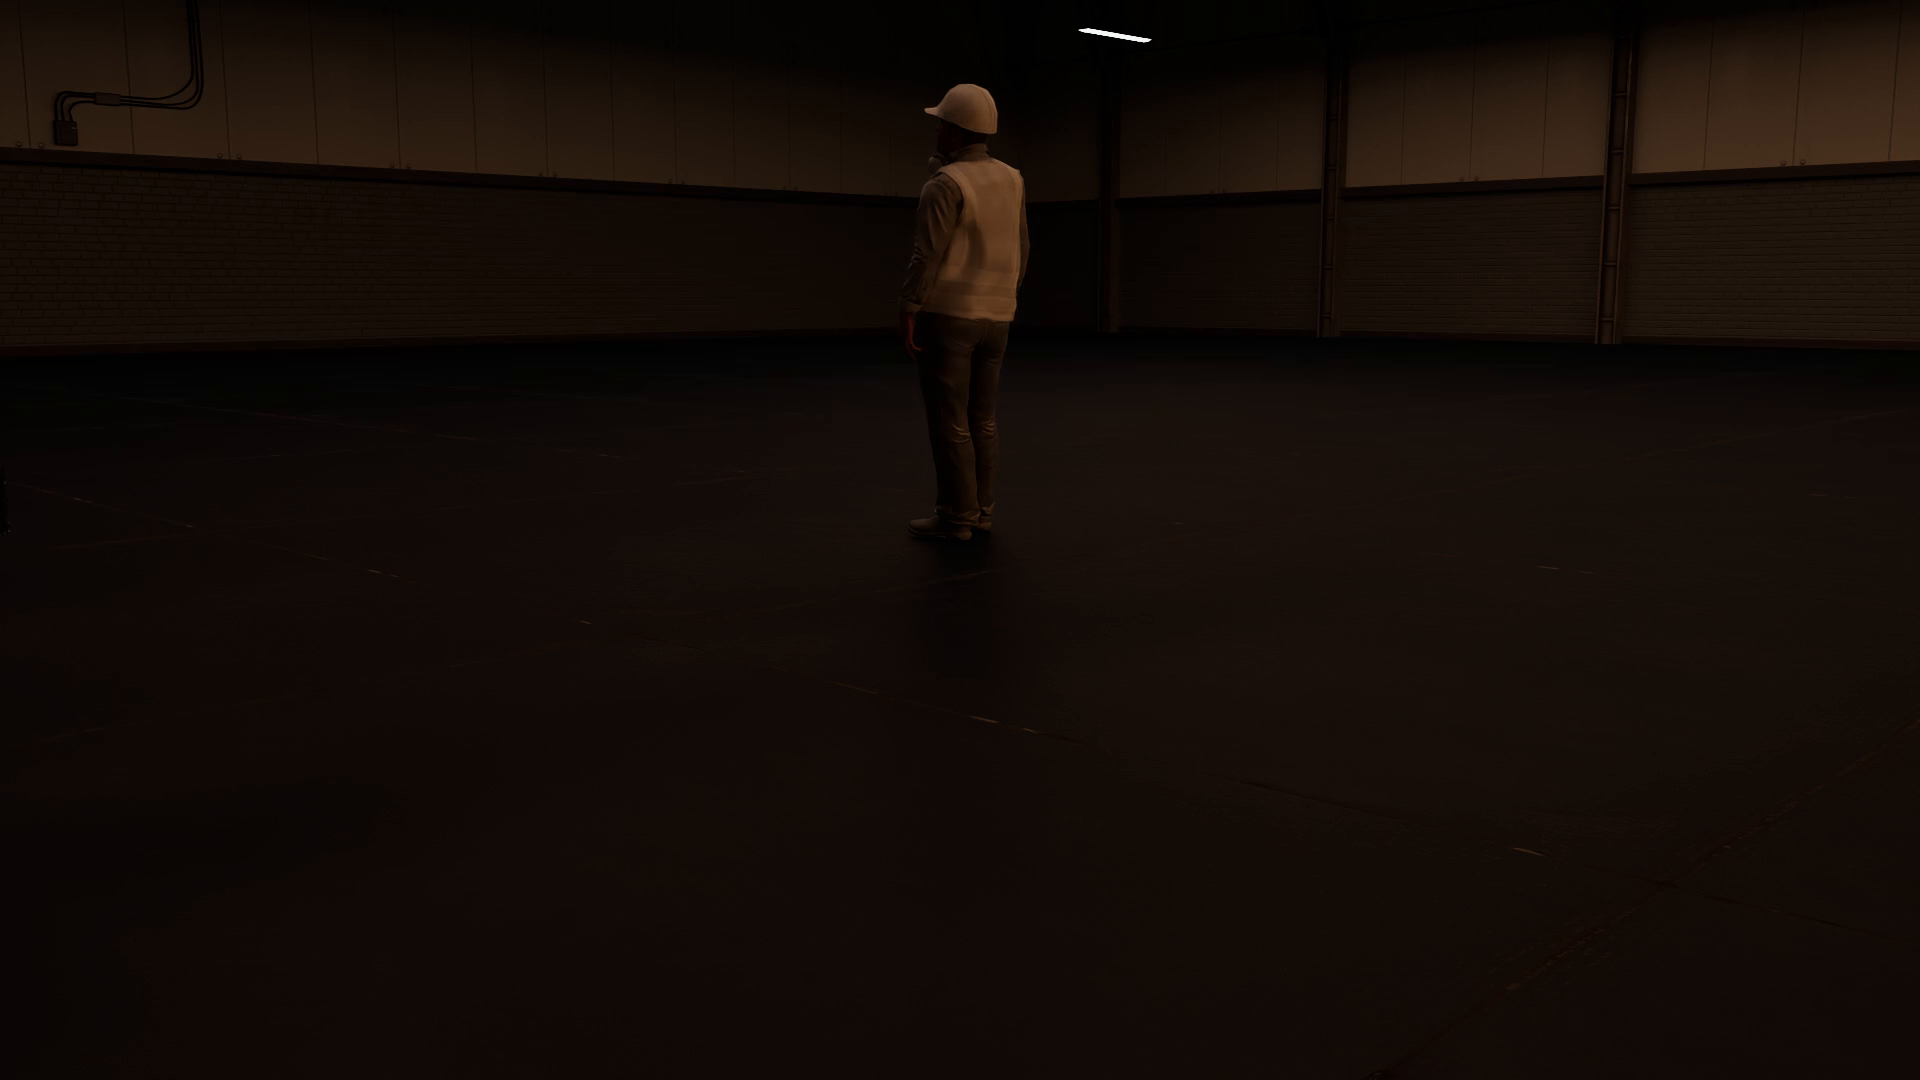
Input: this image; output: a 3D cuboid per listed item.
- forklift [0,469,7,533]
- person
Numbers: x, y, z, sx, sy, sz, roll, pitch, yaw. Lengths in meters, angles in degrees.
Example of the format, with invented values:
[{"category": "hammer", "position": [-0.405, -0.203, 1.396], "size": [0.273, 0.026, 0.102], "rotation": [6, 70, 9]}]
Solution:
[{"category": "forklift", "position": [-5.122, -1.310, 5.575], "size": [3.031, 2.935, 1.130], "rotation": [-2, 9, -10]}, {"category": "person", "position": [-0.040, -0.892, 6.633], "size": [0.566, 1.775, 0.633], "rotation": [8, 12, 43]}]
